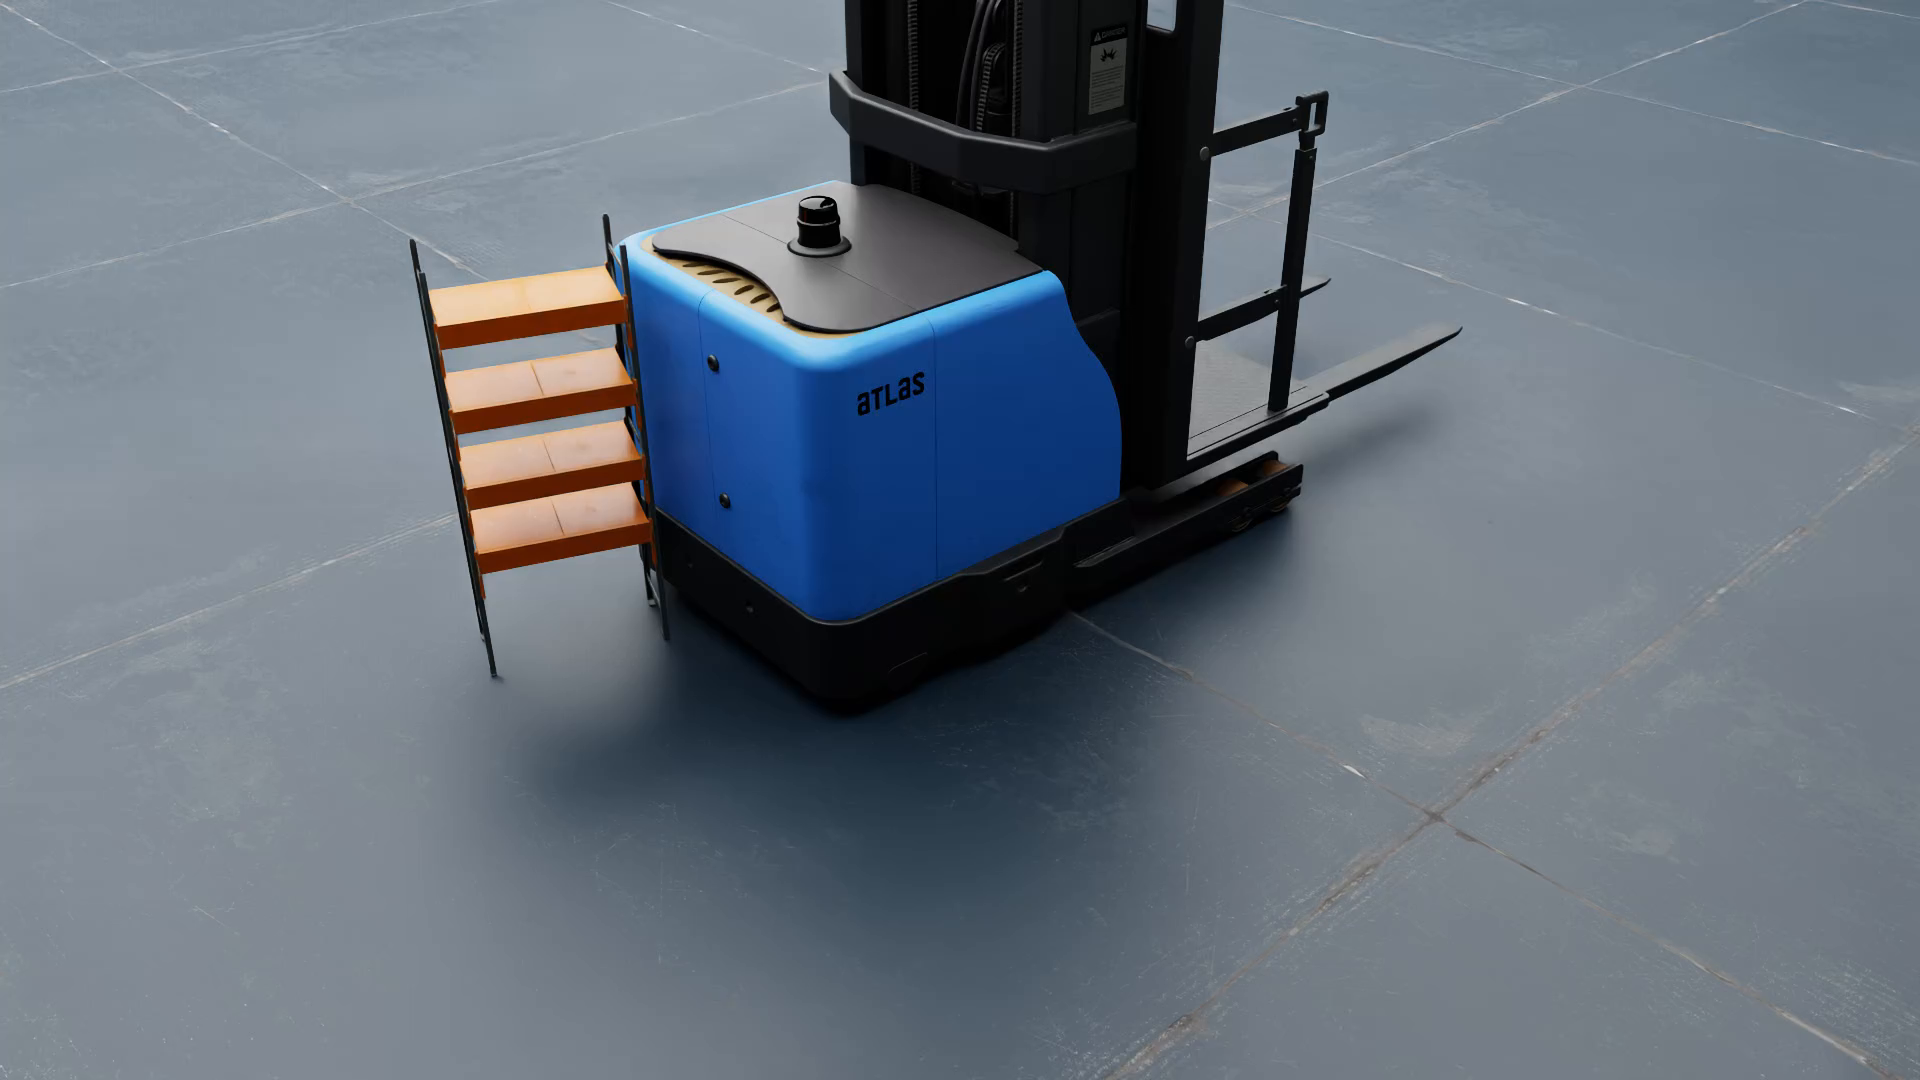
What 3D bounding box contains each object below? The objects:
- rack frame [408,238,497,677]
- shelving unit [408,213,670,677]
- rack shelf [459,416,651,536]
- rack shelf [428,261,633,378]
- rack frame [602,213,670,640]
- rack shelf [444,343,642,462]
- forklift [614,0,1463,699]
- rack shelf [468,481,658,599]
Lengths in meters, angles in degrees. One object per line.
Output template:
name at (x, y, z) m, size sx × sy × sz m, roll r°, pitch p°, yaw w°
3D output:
rack frame at (-1.339, -0.190, 4.410) m, size 0.015 × 1.200 × 0.240 m, roll -12°, pitch 33°, yaw -18°
shelving unit at (-1.112, -0.236, 4.486) m, size 0.503 × 1.200 × 0.258 m, roll -12°, pitch 33°, yaw -18°
rack shelf at (-1.112, -0.179, 4.522) m, size 0.480 × 0.148 × 0.258 m, roll -12°, pitch 33°, yaw -18°
rack shelf at (-1.112, -0.572, 4.281) m, size 0.480 × 0.148 × 0.258 m, roll -12°, pitch 33°, yaw -18°
rack frame at (-0.885, -0.283, 4.563) m, size 0.015 × 1.200 × 0.240 m, roll -12°, pitch 33°, yaw -18°
rack shelf at (-1.112, -0.370, 4.405) m, size 0.480 × 0.148 × 0.258 m, roll -12°, pitch 33°, yaw -18°
forklift at (0.478, -1.463, 4.833) m, size 3.031 × 2.935 × 1.130 m, roll -24°, pitch 39°, yaw -34°
rack shelf at (-1.112, -0.010, 4.625) m, size 0.480 × 0.148 × 0.258 m, roll -12°, pitch 33°, yaw -18°
